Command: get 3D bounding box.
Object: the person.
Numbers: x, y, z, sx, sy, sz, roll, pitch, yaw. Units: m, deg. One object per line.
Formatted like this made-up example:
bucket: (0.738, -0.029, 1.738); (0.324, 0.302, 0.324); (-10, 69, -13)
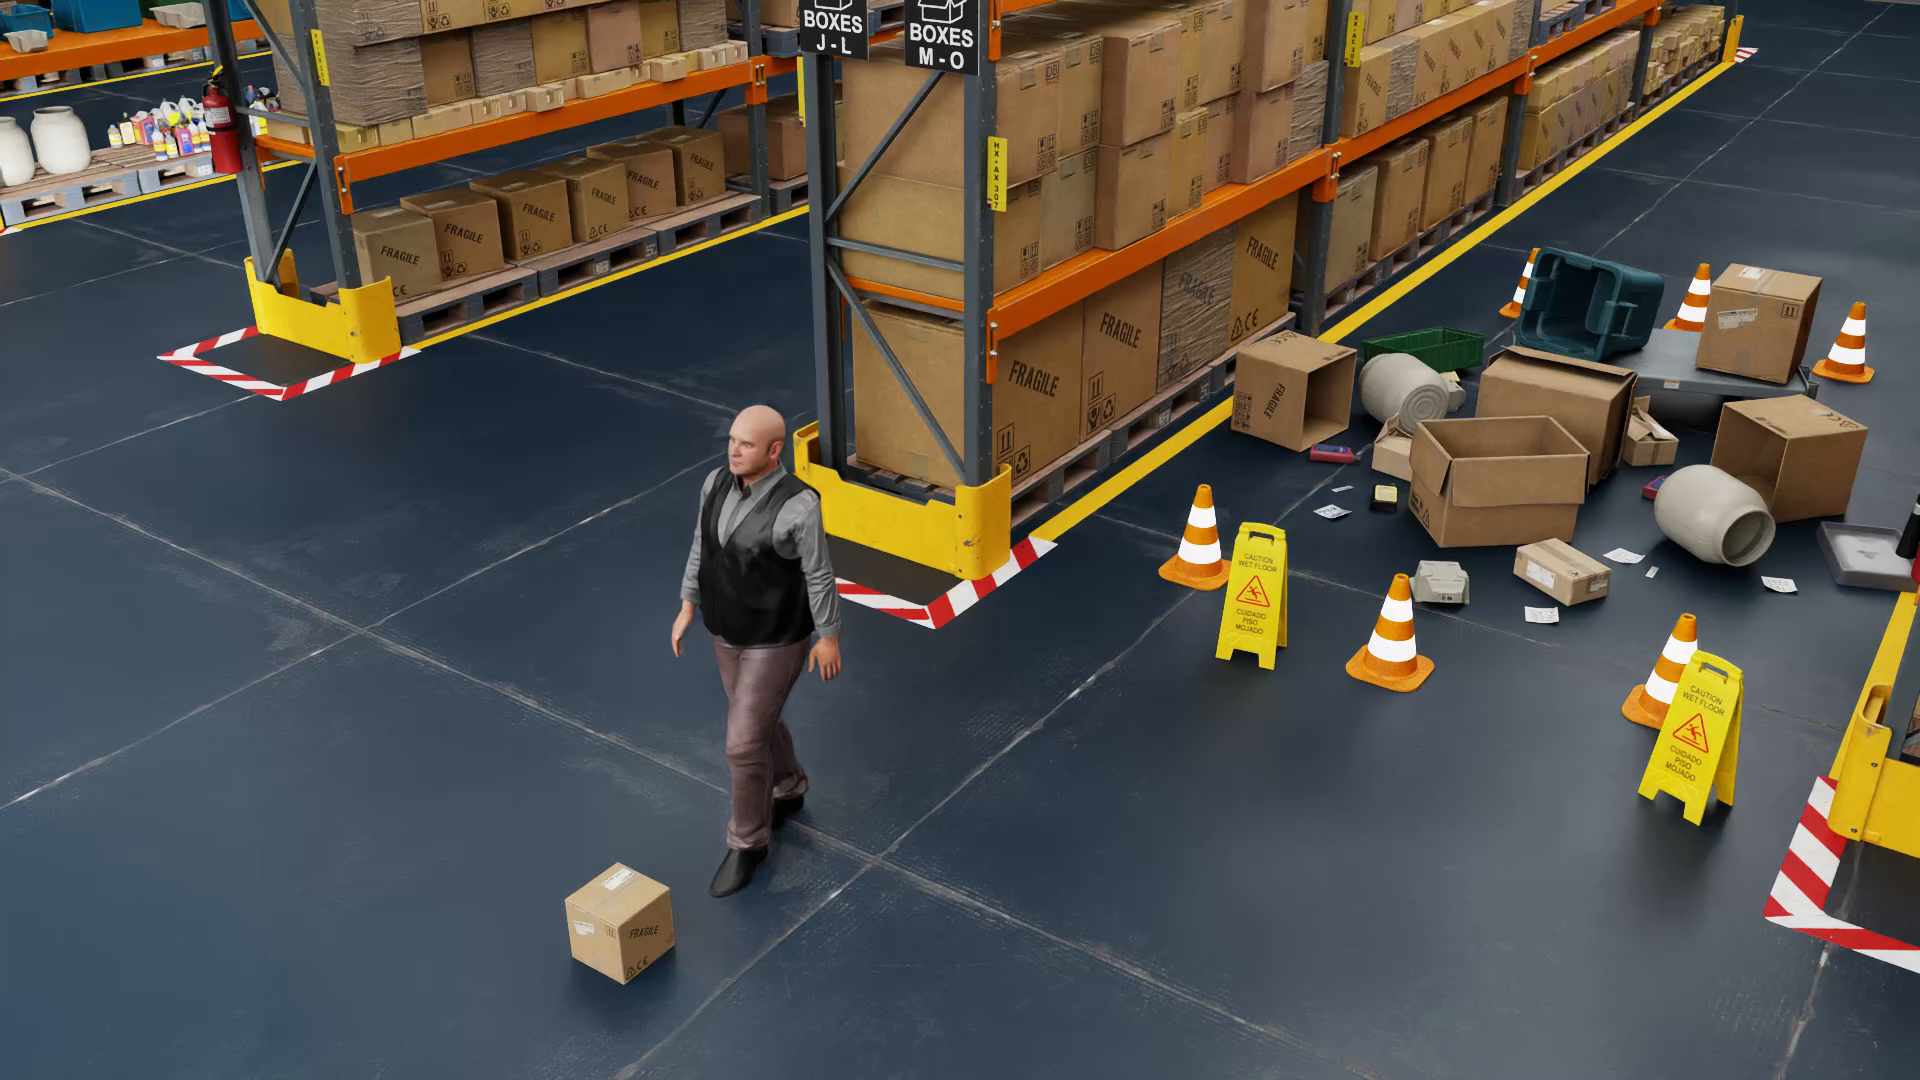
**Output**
person: (-0.797, 0.375, 5.921); (0.584, 1.752, 0.620); (23, 35, 38)
